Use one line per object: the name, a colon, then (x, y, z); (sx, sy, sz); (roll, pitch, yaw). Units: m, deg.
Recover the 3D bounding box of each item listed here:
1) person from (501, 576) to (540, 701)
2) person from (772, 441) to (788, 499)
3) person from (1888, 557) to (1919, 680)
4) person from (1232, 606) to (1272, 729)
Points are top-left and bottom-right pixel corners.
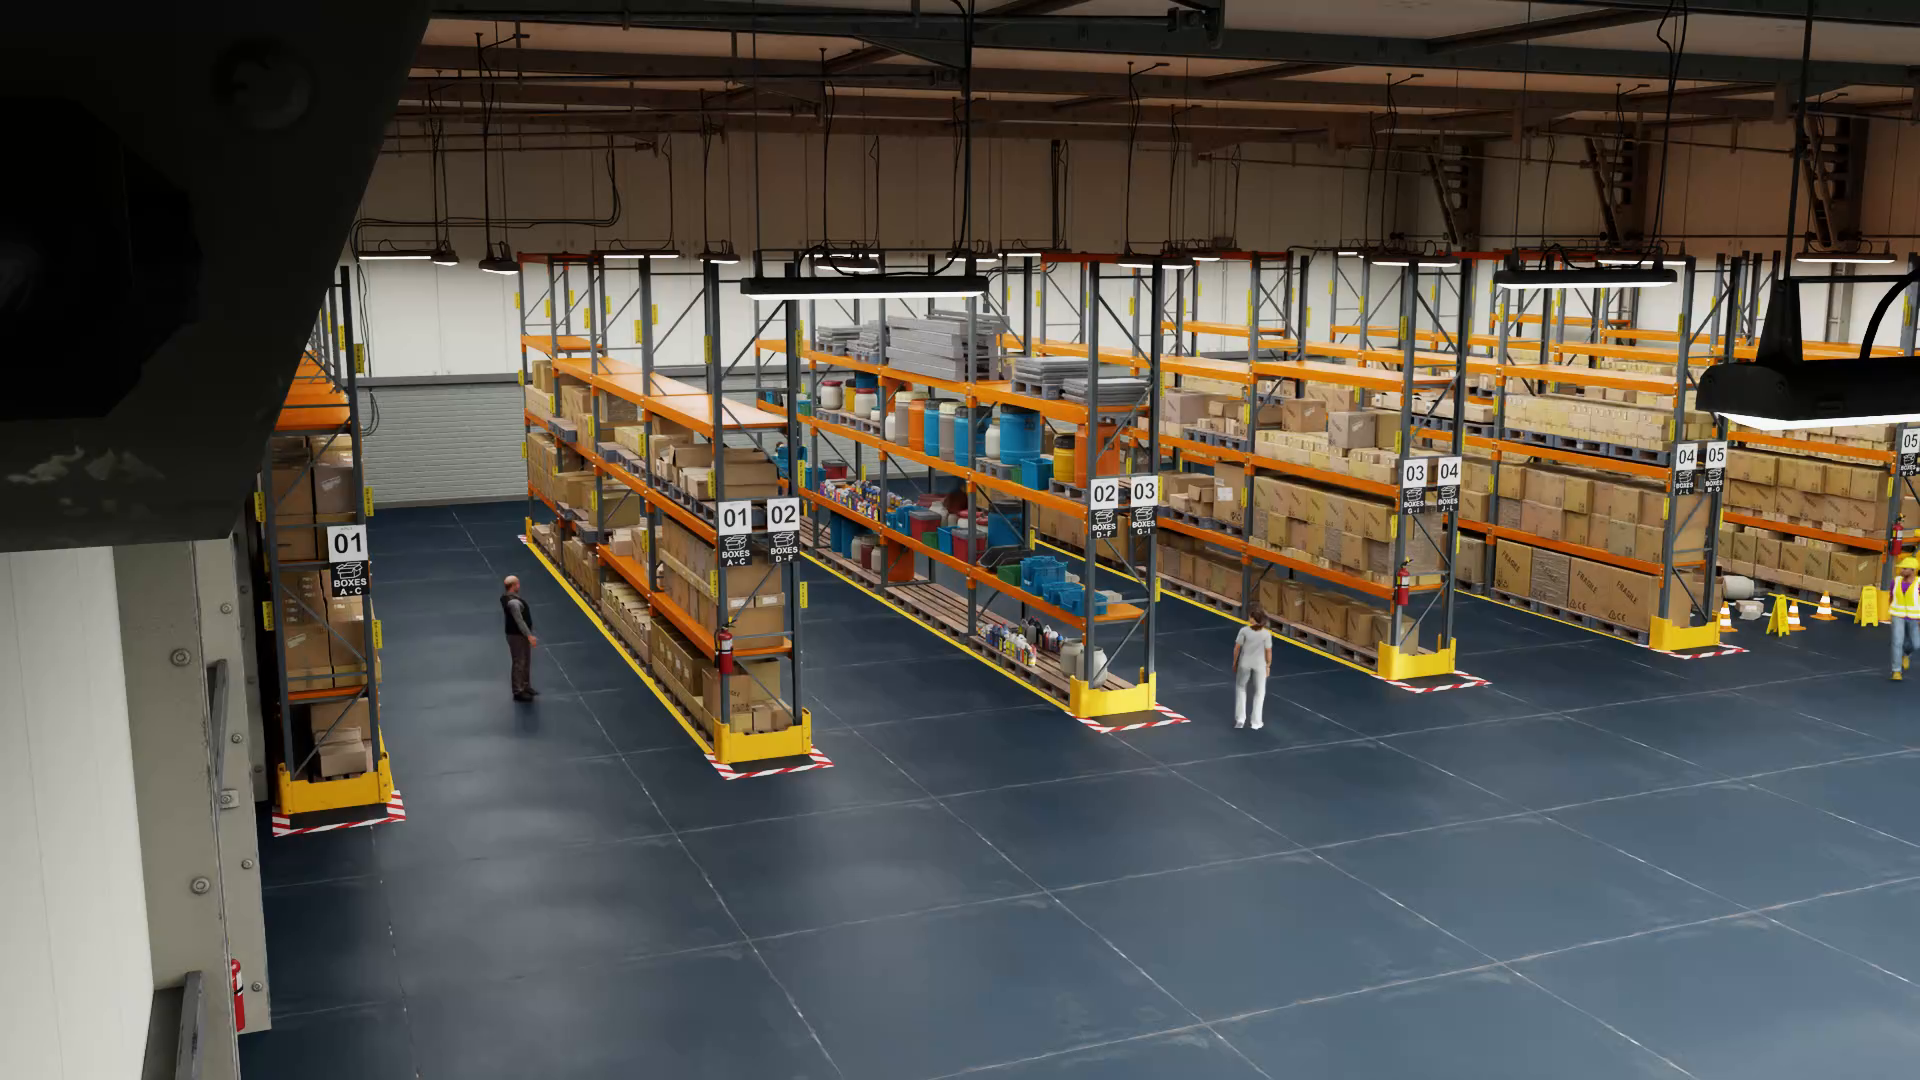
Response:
person: (-6.062, 1.347, 22.972); (0.548, 1.753, 0.600); (0, 10, -1)
person: (-4.123, -1.434, 38.193); (0.443, 1.669, 0.529); (-1, 10, -4)
person: (13.689, 1.112, 24.049); (0.499, 1.755, 0.794); (3, 11, 17)
person: (3.779, 1.656, 21.506); (0.511, 1.685, 0.520); (3, 11, 17)
